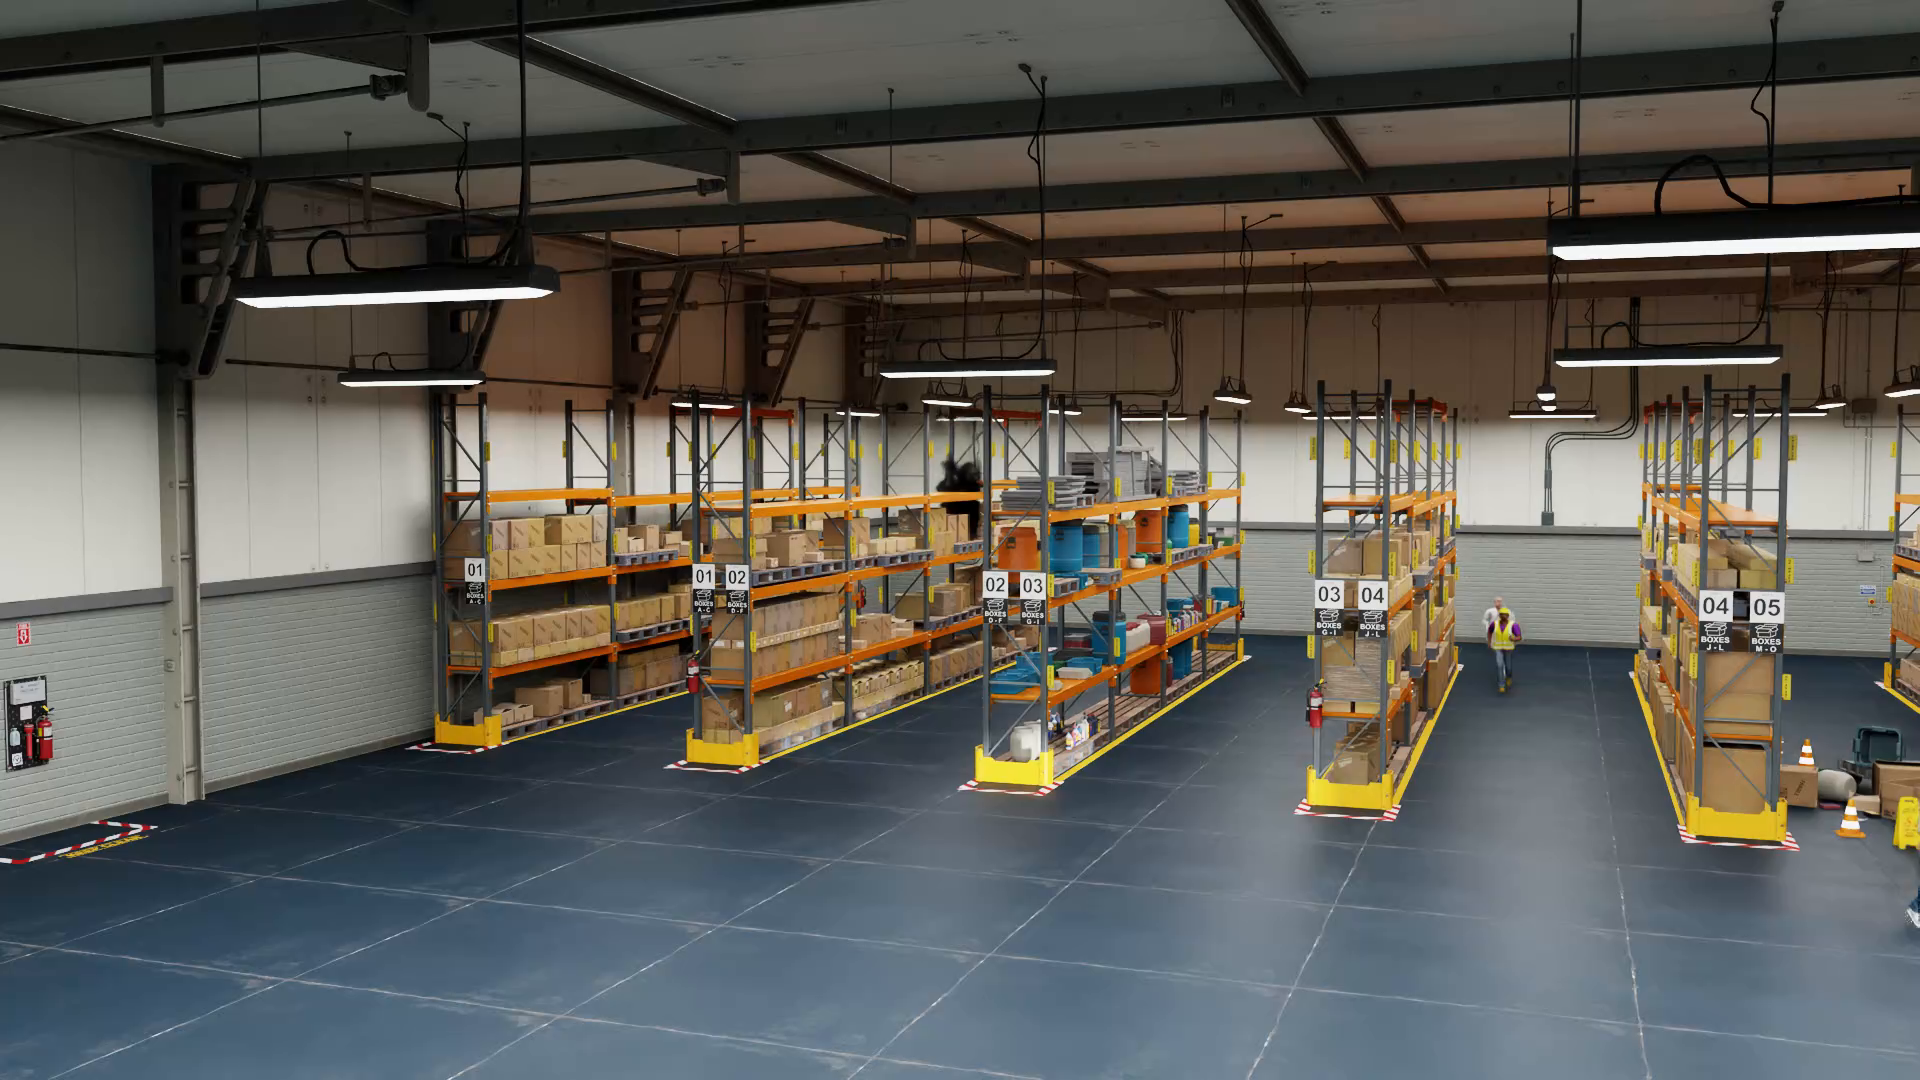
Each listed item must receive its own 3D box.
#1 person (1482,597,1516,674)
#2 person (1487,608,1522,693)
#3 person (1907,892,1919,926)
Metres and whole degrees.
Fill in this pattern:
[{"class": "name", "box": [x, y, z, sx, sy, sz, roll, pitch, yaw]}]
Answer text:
[{"class": "person", "box": [12.132, 2.145, 37.389, 0.743, 1.733, 0.557, 0, 3, 8]}, {"class": "person", "box": [11.316, 2.275, 34.595, 0.705, 1.747, 0.886, 1, 3, 23]}, {"class": "person", "box": [10.141, 3.274, 17.094, 0.565, 1.631, 0.778, -1, 3, -23]}]
